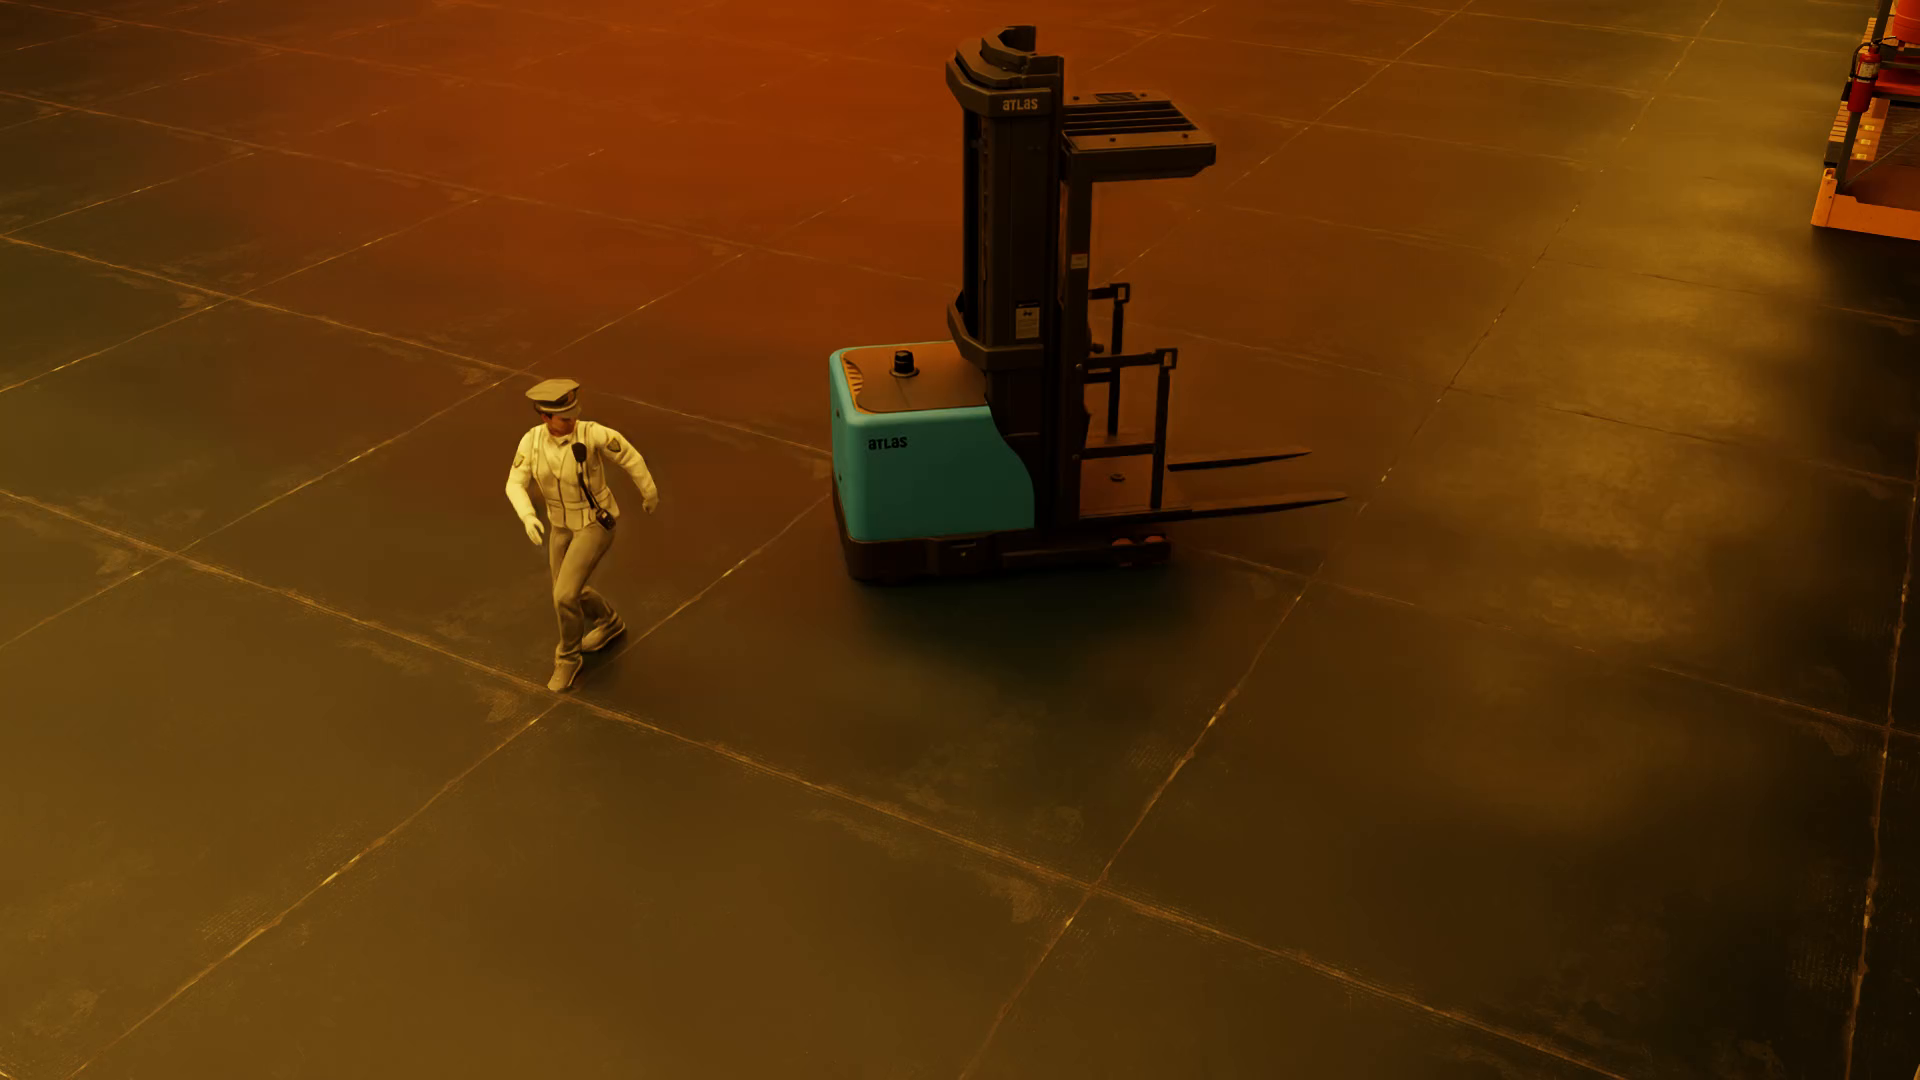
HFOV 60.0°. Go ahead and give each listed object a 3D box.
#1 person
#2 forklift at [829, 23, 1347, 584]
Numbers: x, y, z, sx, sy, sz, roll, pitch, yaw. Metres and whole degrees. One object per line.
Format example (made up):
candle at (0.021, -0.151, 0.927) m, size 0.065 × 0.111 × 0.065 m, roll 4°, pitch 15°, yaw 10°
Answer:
person at (-1.964, -0.050, 8.548) m, size 0.549 × 1.664 × 0.784 m, roll 17°, pitch 34°, yaw 26°
forklift at (0.782, -1.365, 9.435) m, size 3.031 × 2.935 × 1.130 m, roll -5°, pitch 30°, yaw -9°
